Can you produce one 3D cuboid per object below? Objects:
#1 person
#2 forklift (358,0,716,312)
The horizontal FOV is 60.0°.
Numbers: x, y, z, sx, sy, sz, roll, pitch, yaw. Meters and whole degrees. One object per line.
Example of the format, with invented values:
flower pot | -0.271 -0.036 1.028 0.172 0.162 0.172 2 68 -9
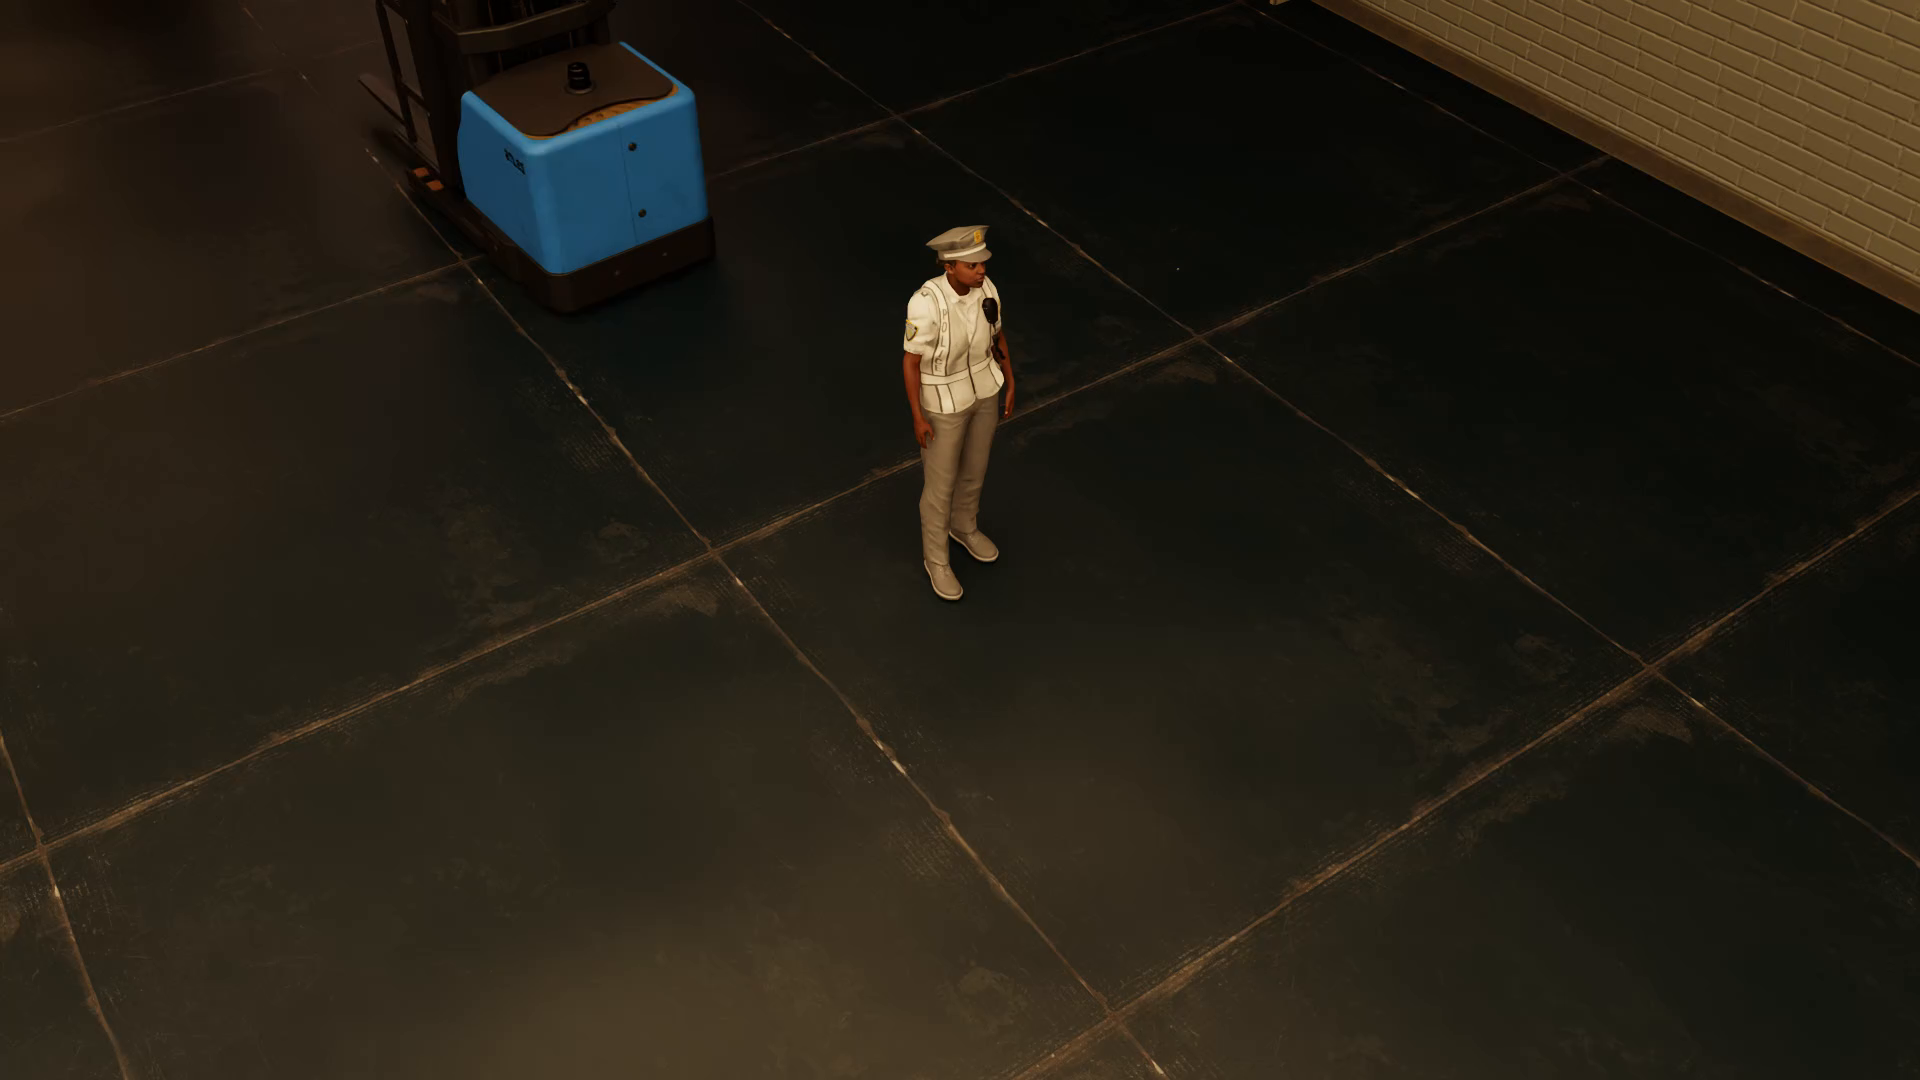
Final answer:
person | 0.026 -0.579 7.246 0.569 1.694 0.530 -25 48 -25
forklift | -2.716 -3.270 9.264 1.130 2.935 3.031 -28 50 -27
